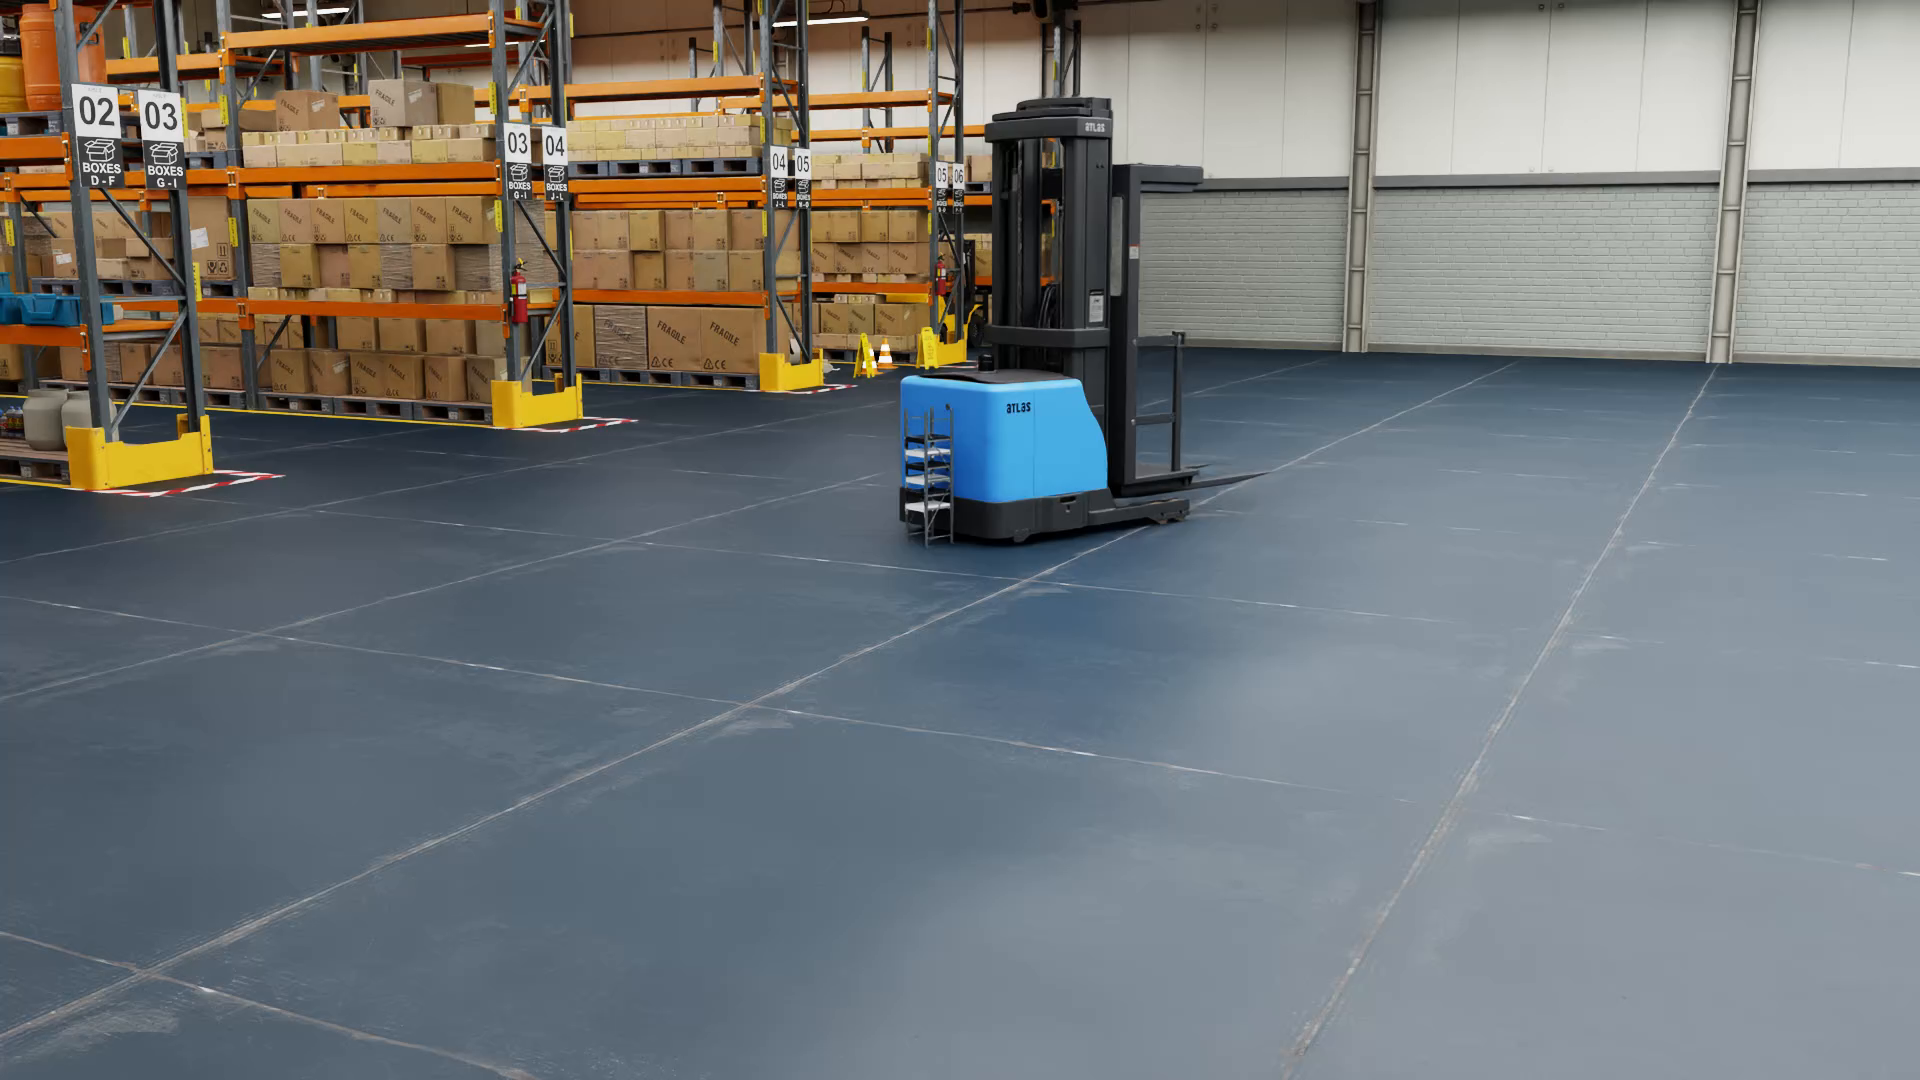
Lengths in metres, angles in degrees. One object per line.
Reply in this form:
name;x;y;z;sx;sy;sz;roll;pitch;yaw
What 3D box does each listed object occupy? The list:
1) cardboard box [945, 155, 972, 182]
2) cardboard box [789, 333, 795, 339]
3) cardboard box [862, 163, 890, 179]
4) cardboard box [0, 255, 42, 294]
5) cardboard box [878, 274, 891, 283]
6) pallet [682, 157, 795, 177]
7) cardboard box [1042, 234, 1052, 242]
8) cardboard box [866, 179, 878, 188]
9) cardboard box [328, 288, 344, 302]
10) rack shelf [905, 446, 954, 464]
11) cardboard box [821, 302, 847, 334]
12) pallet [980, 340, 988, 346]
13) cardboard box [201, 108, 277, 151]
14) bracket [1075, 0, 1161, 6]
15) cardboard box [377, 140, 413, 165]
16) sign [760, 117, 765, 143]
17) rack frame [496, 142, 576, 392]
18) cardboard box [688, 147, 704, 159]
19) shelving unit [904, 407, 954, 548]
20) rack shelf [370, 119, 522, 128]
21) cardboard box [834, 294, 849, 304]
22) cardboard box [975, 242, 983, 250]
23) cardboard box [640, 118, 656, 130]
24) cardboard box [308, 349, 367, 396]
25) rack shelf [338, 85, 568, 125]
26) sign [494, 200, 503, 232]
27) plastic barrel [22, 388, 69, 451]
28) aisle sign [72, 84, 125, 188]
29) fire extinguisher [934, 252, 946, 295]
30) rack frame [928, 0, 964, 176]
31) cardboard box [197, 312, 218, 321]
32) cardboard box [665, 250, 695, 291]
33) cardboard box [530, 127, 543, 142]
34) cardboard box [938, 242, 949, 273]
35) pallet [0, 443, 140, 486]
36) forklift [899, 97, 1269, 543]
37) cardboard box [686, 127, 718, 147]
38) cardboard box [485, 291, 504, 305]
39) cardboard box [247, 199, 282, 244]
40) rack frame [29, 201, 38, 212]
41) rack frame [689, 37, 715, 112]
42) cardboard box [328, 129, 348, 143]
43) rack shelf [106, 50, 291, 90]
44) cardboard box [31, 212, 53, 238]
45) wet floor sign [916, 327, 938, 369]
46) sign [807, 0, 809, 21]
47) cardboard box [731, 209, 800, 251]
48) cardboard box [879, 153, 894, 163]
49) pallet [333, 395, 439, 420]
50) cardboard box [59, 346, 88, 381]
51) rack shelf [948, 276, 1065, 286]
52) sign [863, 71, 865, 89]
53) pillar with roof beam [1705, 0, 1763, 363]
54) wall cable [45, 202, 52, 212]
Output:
cardboard box;0.091;-7.078;31.746;0.637;0.503;0.797;5;12;28
cardboard box;-2.909;-3.397;28.118;0.500;0.250;0.500;6;12;29
cardboard box;-1.238;-5.946;26.823;0.500;0.250;0.500;5;11;25
cardboard box;-12.327;-3.454;21.612;0.500;0.500;0.500;5;12;28
cardboard box;-1.142;-4.255;27.026;0.250;0.149;0.380;5;11;25
pallet;-2.985;-5.049;22.529;1.213;0.211;1.003;5;11;26
cardboard box;1.563;-5.660;31.145;0.250;0.149;0.380;5;11;26
cardboard box;-1.318;-5.765;26.944;0.250;0.149;0.380;5;11;26
cardboard box;-6.996;-2.807;19.024;0.250;0.149;0.380;5;11;26
rack shelf;-0.204;-0.561;10.980;0.258;0.077;0.200;-9;13;-40
cardboard box;-1.968;-3.683;27.596;0.500;0.500;0.500;5;11;24
pallet;0.183;-3.929;32.345;1.213;0.211;1.003;5;11;26
cardboard box;-8.565;-4.877;19.861;0.637;0.503;0.797;4;11;23
bracket;4.293;-9.779;29.888;4.783;0.066;0.076;5;11;26
cardboard box;-6.050;-4.255;18.318;0.500;0.250;0.500;5;12;27
sign;-2.568;-5.347;21.662;0.005;0.325;0.100;5;11;26
rack frame;-4.600;-2.775;18.141;0.127;3.000;1.000;5;11;26
cardboard box;-3.446;-5.200;22.361;0.250;0.149;0.380;5;11;26
shelving unit;-0.204;-0.417;11.006;0.258;0.900;0.210;-9;13;-40
rack shelf;-9.183;-7.547;30.806;4.000;0.370;1.077;5;11;26
cardboard box;-1.868;-3.981;27.417;0.250;0.149;0.380;6;12;28
cardboard box;0.381;-5.599;31.642;0.250;0.149;0.380;5;11;26
cardboard box;-4.135;-5.652;22.623;0.250;0.149;0.380;5;11;26
cardboard box;-7.329;-1.985;19.616;0.500;0.500;0.500;10;14;44
rack shelf;-7.696;-6.433;24.652;4.000;0.370;1.077;5;11;26
sign;-4.864;-3.413;17.529;0.005;0.325;0.100;5;11;26
plastic barrel;-7.865;-1.046;14.392;0.421;0.512;0.421;0;10;0
aisle sign;-6.859;-3.210;13.245;0.004;0.787;0.394;5;11;26
fire extinguisher;-0.317;-4.237;26.437;0.183;0.674;0.296;5;11;26
rack frame;-0.215;-7.310;26.352;0.127;3.000;1.000;5;11;26
cardboard box;-12.052;-3.709;27.033;0.500;0.250;0.500;5;12;27
cardboard box;-3.617;-3.759;23.157;0.550;0.550;0.875;5;11;26
cardboard box;-4.745;-4.432;18.176;0.250;0.149;0.380;5;11;25
cardboard box;-0.517;-4.635;27.302;0.500;0.500;0.500;5;11;25
pallet;-7.607;-0.675;14.369;1.213;0.211;1.003;5;11;26
forklift;1.025;-1.616;11.929;3.031;2.935;1.130;-9;13;-40
cardboard box;-3.326;-5.397;22.333;0.500;0.250;0.500;5;11;26
cardboard box;-4.947;-2.641;18.105;0.250;0.149;0.380;5;11;26
cardboard box;-7.896;-3.702;19.338;0.500;0.500;0.500;5;11;26
rack frame;-16.664;-4.820;29.440;0.127;3.000;1.000;5;11;26
rack frame;-5.197;-8.733;34.217;0.127;3.000;1.000;5;11;26
cardboard box;-6.846;-4.517;18.645;0.250;0.149;0.380;5;11;25
rack shelf;-9.981;-5.649;20.319;4.000;0.370;1.077;5;11;26
cardboard box;-15.466;-5.347;28.426;0.500;0.500;0.500;5;11;25
wet floor sign;-0.518;-3.013;26.069;0.267;0.644;0.232;-10;14;-43
sign;-2.064;-7.137;22.330;0.005;0.325;0.100;5;11;26
cardboard box;-2.631;-4.200;22.560;0.550;0.550;0.875;5;11;26
cardboard box;-1.101;-6.126;26.698;0.250;0.149;0.380;5;11;25
pallet;-6.471;-1.575;19.340;1.213;0.211;1.003;5;11;26
cardboard box;-11.165;-2.342;21.534;0.500;0.500;0.700;4;11;23
rack shelf;0.184;-4.955;32.203;4.000;0.370;1.077;5;11;26
sign;-1.839;-8.829;31.901;0.005;0.325;0.100;5;11;26
pillar with roof beam;10.608;-6.669;22.809;0.400;9.000;9.100;5;11;26
wall cable;-19.631;-6.575;36.194;0.123;1.953;0.585;5;11;26
